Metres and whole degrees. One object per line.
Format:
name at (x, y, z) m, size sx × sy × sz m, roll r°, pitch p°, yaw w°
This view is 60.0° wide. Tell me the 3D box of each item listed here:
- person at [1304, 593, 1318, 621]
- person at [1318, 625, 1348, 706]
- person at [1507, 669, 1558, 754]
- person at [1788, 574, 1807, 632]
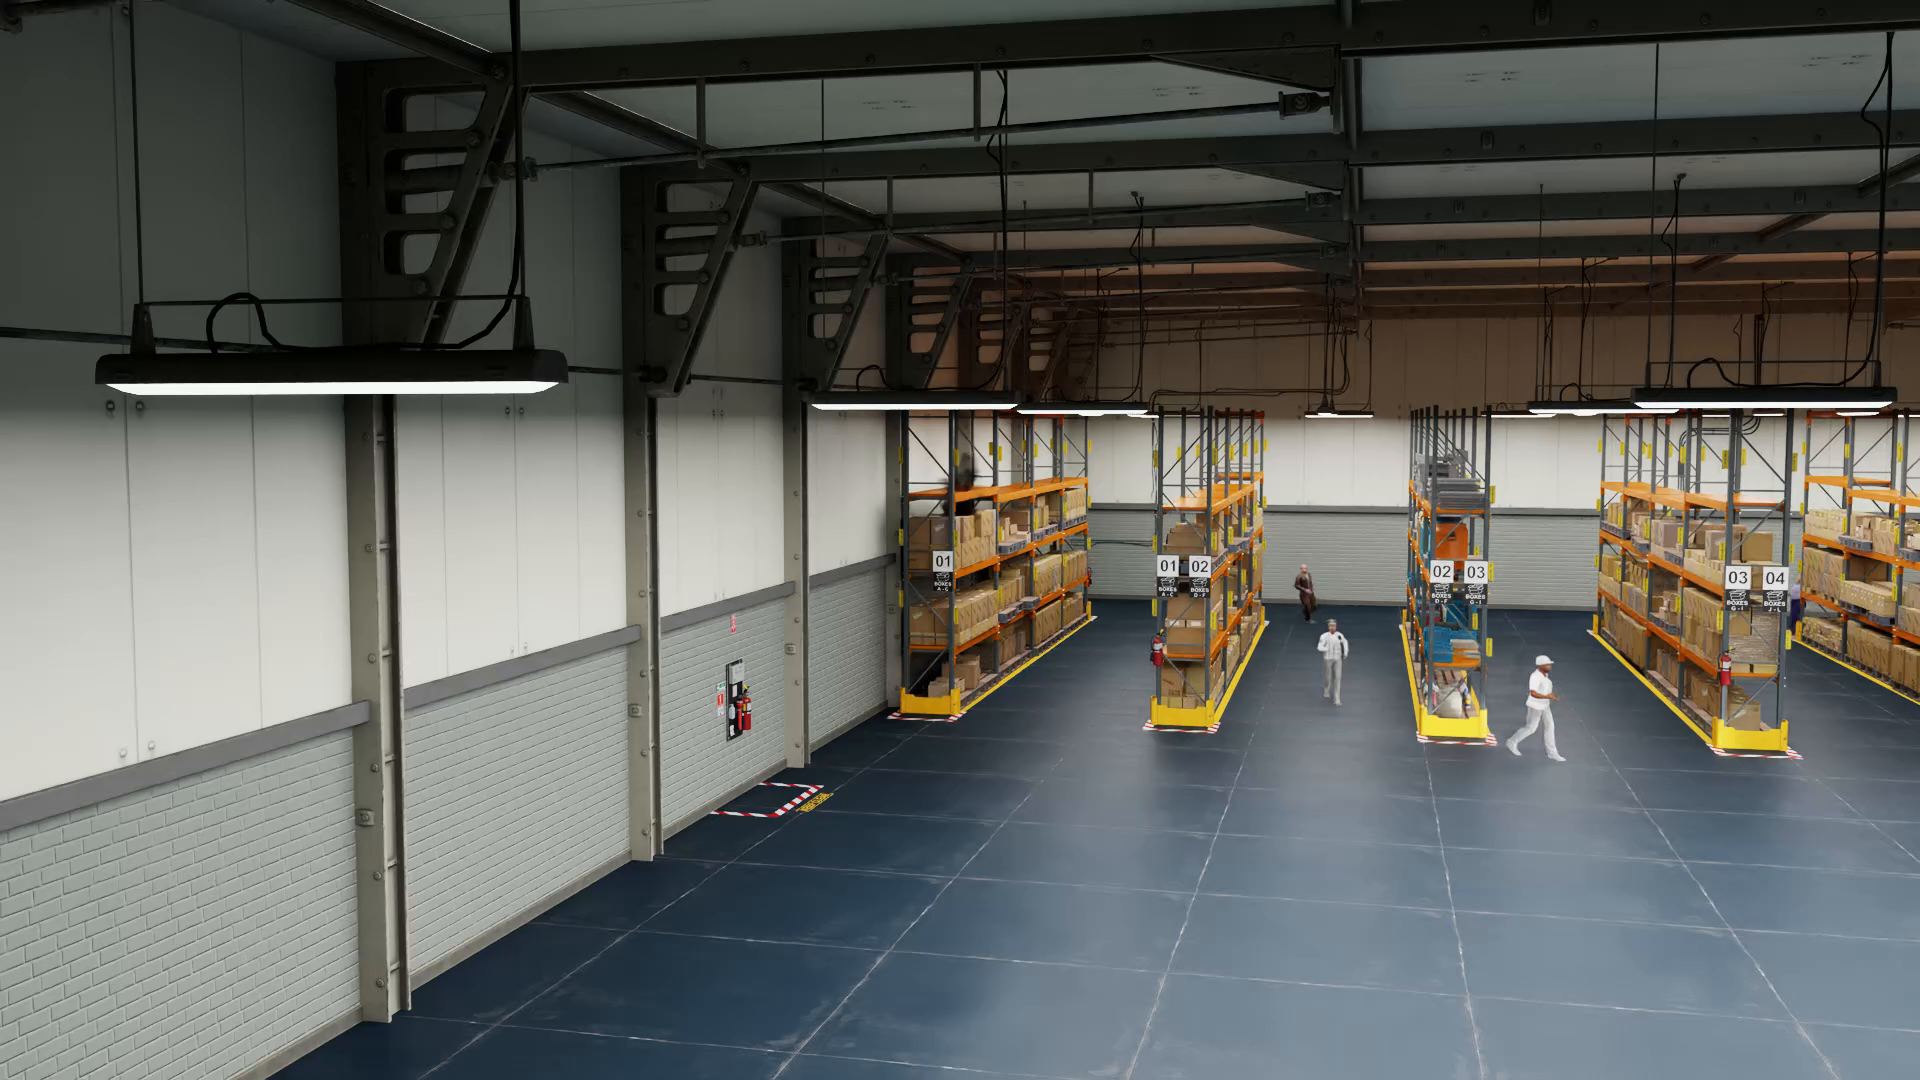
person at (9.795, 1.827, 46.904) m, size 0.480 × 0.959 × 0.516 m, roll -3°, pitch 5°, yaw -32°
person at (7.585, 2.472, 33.795) m, size 0.620 × 1.660 × 0.929 m, roll 0°, pitch 4°, yaw 6°
person at (9.660, 2.895, 28.045) m, size 0.805 × 1.418 × 0.644 m, roll 4°, pitch 5°, yaw 41°
person at (22.415, 1.685, 44.379) m, size 0.709 × 1.554 × 0.610 m, roll -1°, pitch 4°, yaw -12°
